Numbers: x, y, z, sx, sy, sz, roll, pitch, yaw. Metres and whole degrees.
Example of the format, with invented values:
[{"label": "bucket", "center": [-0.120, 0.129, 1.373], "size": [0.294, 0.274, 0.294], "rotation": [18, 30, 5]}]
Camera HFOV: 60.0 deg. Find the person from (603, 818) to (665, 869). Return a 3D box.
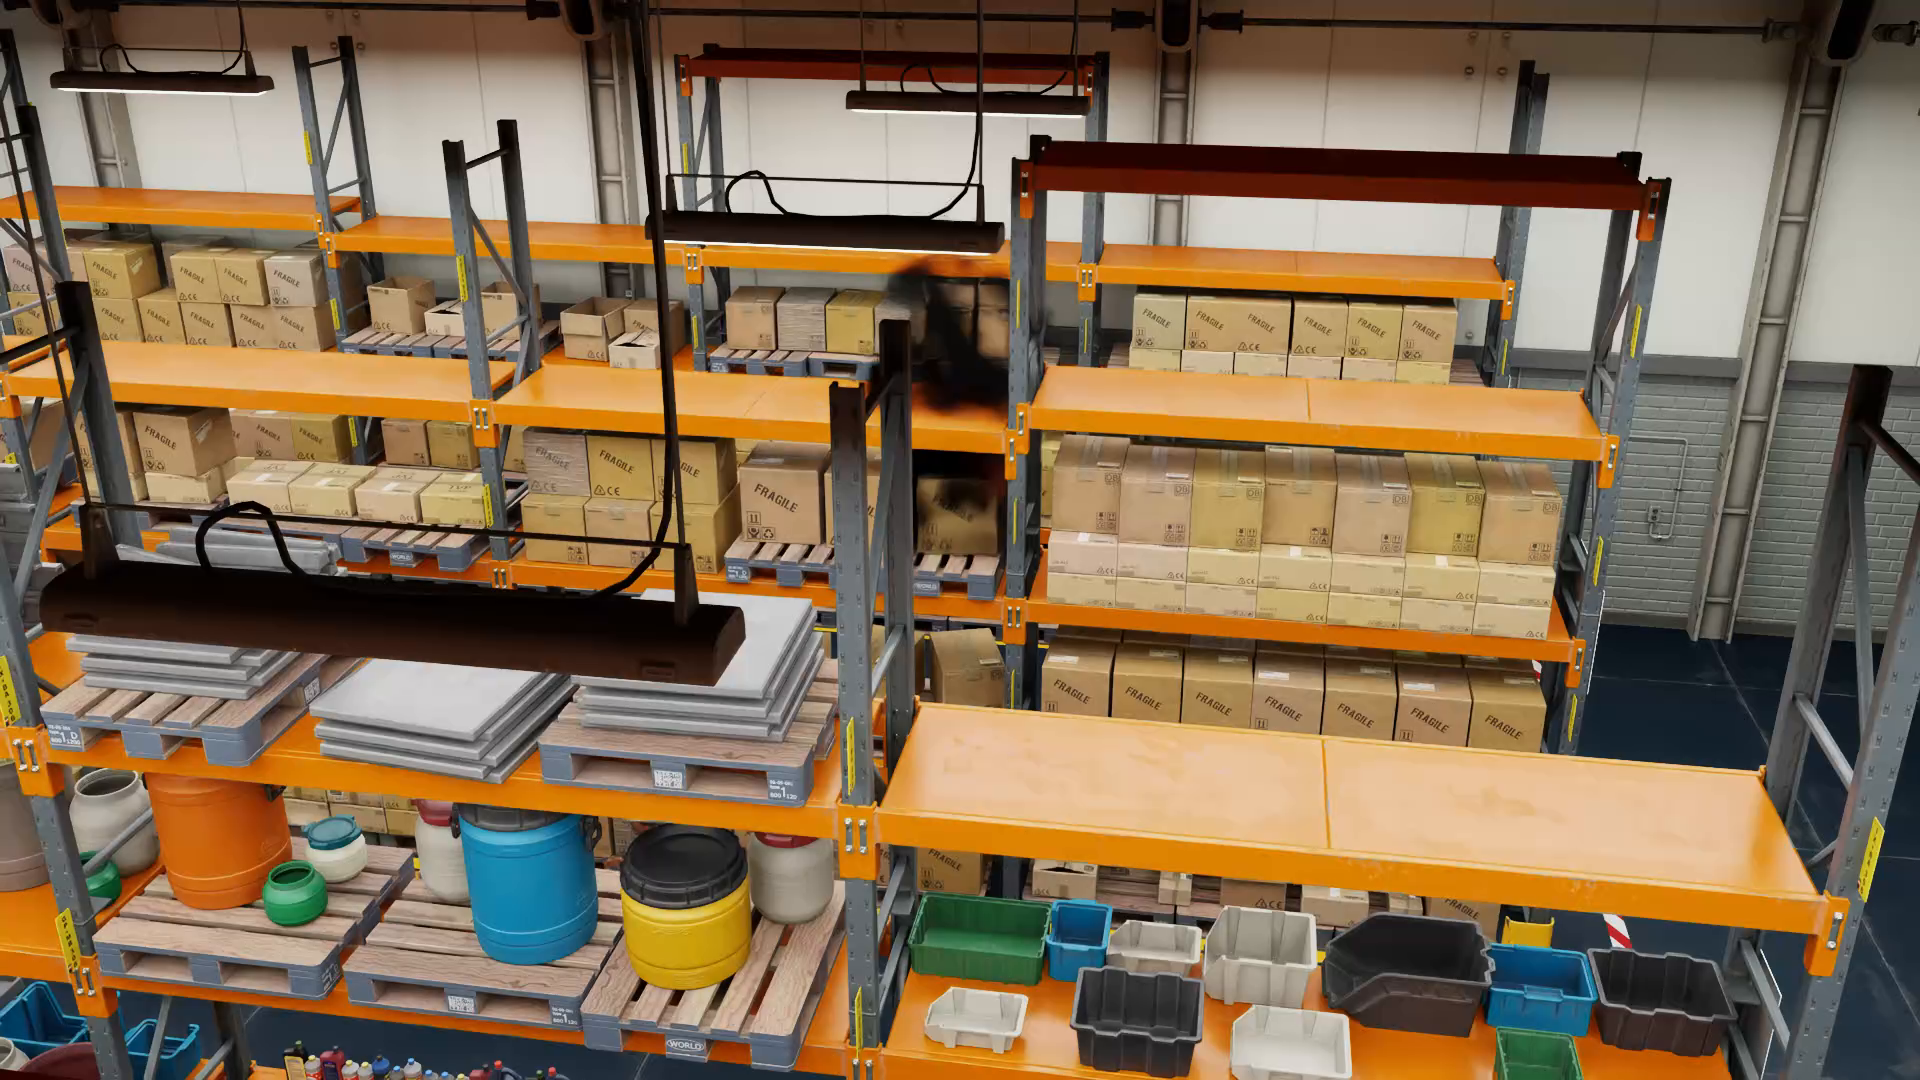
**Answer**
[{"label": "person", "center": [-2.105, 2.589, 11.501], "size": [0.720, 1.777, 0.583], "rotation": [2, 23, 4]}]
